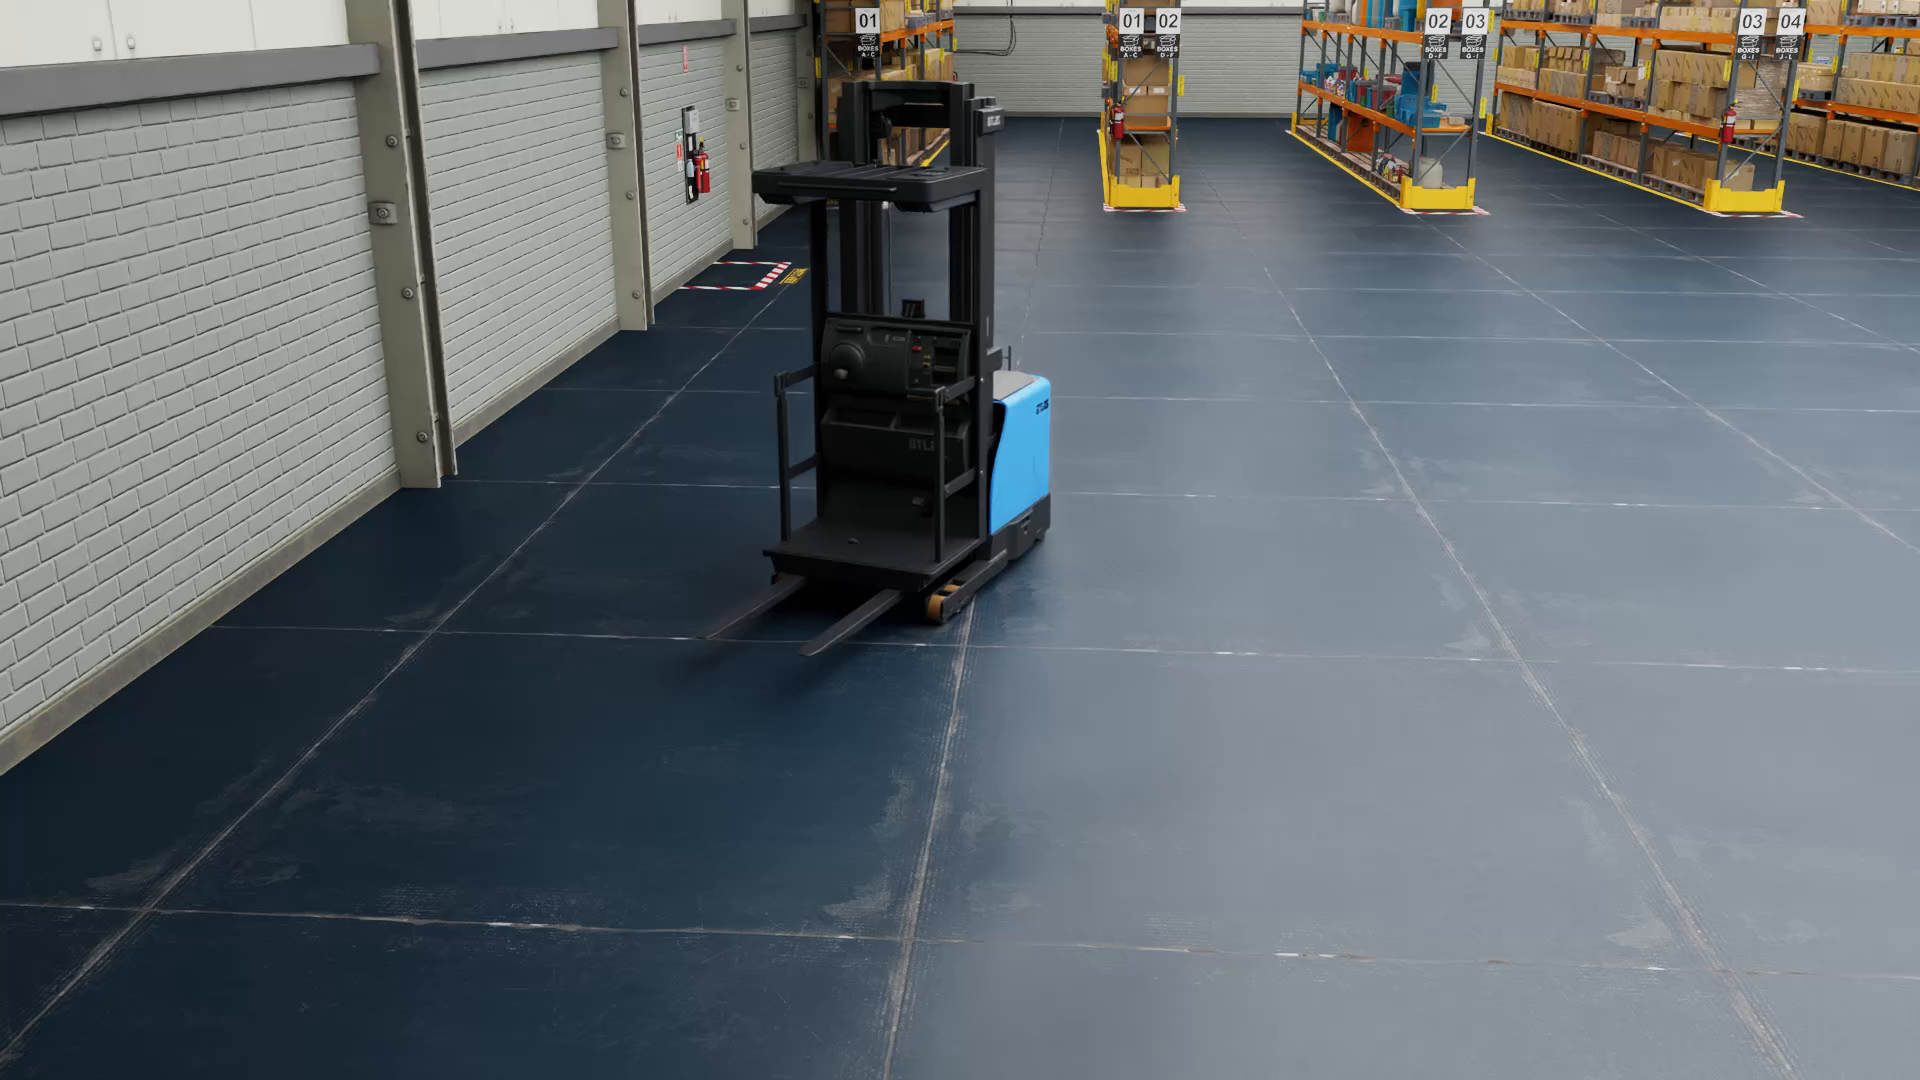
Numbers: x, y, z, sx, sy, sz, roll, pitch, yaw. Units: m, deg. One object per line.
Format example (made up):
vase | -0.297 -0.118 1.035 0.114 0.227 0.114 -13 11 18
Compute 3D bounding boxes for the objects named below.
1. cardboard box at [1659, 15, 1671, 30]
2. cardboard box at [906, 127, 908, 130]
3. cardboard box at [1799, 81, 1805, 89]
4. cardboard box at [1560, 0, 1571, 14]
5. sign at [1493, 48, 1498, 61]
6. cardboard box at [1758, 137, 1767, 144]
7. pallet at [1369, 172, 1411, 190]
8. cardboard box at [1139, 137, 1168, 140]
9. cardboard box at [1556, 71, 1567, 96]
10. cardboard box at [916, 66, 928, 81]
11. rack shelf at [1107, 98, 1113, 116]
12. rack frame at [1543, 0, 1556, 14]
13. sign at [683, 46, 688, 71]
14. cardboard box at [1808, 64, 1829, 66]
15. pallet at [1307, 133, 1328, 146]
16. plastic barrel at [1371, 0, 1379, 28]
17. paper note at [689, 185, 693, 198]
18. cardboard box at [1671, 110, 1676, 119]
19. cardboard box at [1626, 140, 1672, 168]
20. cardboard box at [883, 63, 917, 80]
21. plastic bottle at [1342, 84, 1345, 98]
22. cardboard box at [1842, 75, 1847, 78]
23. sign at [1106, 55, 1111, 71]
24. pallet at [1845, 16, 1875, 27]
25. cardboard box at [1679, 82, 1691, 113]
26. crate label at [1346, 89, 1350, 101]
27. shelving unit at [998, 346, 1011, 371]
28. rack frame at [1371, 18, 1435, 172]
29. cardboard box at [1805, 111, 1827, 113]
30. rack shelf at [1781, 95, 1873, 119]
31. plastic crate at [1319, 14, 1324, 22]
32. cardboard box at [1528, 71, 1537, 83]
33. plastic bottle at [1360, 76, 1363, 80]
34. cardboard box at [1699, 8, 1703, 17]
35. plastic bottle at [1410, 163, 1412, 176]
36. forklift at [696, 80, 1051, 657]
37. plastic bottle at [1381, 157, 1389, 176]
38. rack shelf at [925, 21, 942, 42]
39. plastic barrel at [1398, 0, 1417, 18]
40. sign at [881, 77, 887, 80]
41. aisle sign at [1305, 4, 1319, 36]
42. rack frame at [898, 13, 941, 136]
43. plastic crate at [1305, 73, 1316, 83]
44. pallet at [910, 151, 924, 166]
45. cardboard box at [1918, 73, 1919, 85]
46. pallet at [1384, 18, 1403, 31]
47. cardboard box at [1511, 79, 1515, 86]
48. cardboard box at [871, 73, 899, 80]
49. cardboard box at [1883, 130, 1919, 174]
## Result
cardboard box | 12.995 -9.352 30.072 0.500 0.250 0.500 1 18 2
cardboard box | -1.355 -8.684 34.710 0.500 0.250 0.500 2 18 5
cardboard box | 18.146 -9.710 35.470 0.380 0.149 0.250 1 18 3
cardboard box | 13.688 -11.861 36.955 0.500 0.311 0.500 1 18 2
sign | 13.590 -12.323 42.195 0.100 0.325 0.005 1 18 4
cardboard box | 18.479 -9.263 37.715 0.500 0.500 0.500 2 18 6
pallet | 8.253 -6.710 31.062 1.003 0.211 1.213 1 18 4
cardboard box | 3.486 -6.989 29.972 0.500 0.500 0.500 1 18 4
cardboard box | 13.471 -10.055 36.632 0.500 0.500 0.500 2 18 5
cardboard box | -0.962 -10.050 36.106 0.500 0.500 0.500 2 18 6
rack shelf | 3.546 -8.634 33.610 1.077 0.370 4.000 1 18 4
rack frame | 13.857 -13.468 37.573 1.000 3.000 0.127 1 18 4
sign | -3.383 -5.930 20.479 0.001 0.298 0.199 1 18 4
cardboard box | 18.884 -10.387 36.580 0.380 0.149 0.250 1 18 2
pallet | 8.930 -9.632 39.978 1.003 0.211 1.213 1 18 4
plastic barrel | 8.210 -10.272 31.833 0.600 0.901 0.600 0 18 0
paper note | -3.365 -4.356 20.815 0.016 0.148 0.142 1 18 4
cardboard box | 12.903 -7.564 29.594 0.380 0.149 0.250 1 18 4
cardboard box | 13.402 -7.491 32.276 0.700 0.500 0.500 1 18 4
cardboard box | -1.276 -9.817 35.198 0.700 0.500 0.500 -1 18 -3
plastic bottle | 8.250 -9.637 35.703 0.061 0.283 0.133 1 18 4
cardboard box | 18.762 -9.684 34.911 0.380 0.149 0.250 2 18 7
sign | 3.147 -10.119 35.254 0.100 0.325 0.005 1 18 4
pallet | 18.517 -10.367 33.230 1.213 0.211 1.003 2 18 6
cardboard box | 13.106 -7.716 29.017 0.875 0.500 0.500 1 18 4
crate label | 8.226 -9.283 34.705 0.303 0.233 0.416 1 18 4
shelving unit | 0.193 -0.702 11.139 0.258 1.200 0.189 8 20 22
rack frame | 8.343 -8.243 31.262 1.000 3.000 0.127 1 18 4
cardboard box | 18.921 -9.282 36.569 0.500 0.250 0.500 0 18 1
rack shelf | 18.653 -9.512 36.290 1.077 0.370 4.000 1 18 4
plastic crate | 8.645 -12.191 38.833 0.450 0.188 0.662 1 18 4
cardboard box | 13.626 -10.830 38.921 0.500 0.250 0.500 1 18 3
plastic bottle | 9.177 -10.411 37.959 0.144 0.351 0.185 1 18 4
cardboard box | 12.872 -9.015 28.401 0.380 0.149 0.250 0 18 1
plastic bottle | 8.421 -6.887 30.792 0.152 0.276 0.135 1 18 4
forklift | -0.462 -1.066 9.469 1.130 2.935 3.031 8 20 22
plastic bottle | 7.858 -6.893 30.690 0.144 0.351 0.185 1 18 2
rack shelf | -1.109 -11.411 37.269 1.077 0.370 4.000 1 18 4
plastic barrel | 8.165 -9.799 29.715 0.600 0.901 0.708 1 18 4
sign | -1.284 -7.621 27.974 0.100 0.325 0.005 1 18 4
aisle sign | 8.912 -13.234 42.320 0.394 0.787 0.004 1 18 4
rack frame | -0.965 -10.949 39.519 1.000 3.000 0.127 1 18 4
plastic crate | 8.763 -11.441 41.193 0.416 0.233 0.300 1 18 4
pallet | -1.309 -8.139 35.422 1.003 0.211 1.213 1 18 4
cardboard box | 18.253 -8.667 30.790 0.700 0.500 0.500 1 18 3
pallet | 8.389 -9.352 30.134 1.213 0.211 1.003 1 18 4
cardboard box | 13.680 -11.159 40.566 0.380 0.149 0.250 1 18 3
cardboard box | -1.378 -8.132 29.928 0.500 0.500 0.500 2 18 6
cardboard box | 18.178 -7.316 31.370 1.050 0.750 0.750 1 18 4
